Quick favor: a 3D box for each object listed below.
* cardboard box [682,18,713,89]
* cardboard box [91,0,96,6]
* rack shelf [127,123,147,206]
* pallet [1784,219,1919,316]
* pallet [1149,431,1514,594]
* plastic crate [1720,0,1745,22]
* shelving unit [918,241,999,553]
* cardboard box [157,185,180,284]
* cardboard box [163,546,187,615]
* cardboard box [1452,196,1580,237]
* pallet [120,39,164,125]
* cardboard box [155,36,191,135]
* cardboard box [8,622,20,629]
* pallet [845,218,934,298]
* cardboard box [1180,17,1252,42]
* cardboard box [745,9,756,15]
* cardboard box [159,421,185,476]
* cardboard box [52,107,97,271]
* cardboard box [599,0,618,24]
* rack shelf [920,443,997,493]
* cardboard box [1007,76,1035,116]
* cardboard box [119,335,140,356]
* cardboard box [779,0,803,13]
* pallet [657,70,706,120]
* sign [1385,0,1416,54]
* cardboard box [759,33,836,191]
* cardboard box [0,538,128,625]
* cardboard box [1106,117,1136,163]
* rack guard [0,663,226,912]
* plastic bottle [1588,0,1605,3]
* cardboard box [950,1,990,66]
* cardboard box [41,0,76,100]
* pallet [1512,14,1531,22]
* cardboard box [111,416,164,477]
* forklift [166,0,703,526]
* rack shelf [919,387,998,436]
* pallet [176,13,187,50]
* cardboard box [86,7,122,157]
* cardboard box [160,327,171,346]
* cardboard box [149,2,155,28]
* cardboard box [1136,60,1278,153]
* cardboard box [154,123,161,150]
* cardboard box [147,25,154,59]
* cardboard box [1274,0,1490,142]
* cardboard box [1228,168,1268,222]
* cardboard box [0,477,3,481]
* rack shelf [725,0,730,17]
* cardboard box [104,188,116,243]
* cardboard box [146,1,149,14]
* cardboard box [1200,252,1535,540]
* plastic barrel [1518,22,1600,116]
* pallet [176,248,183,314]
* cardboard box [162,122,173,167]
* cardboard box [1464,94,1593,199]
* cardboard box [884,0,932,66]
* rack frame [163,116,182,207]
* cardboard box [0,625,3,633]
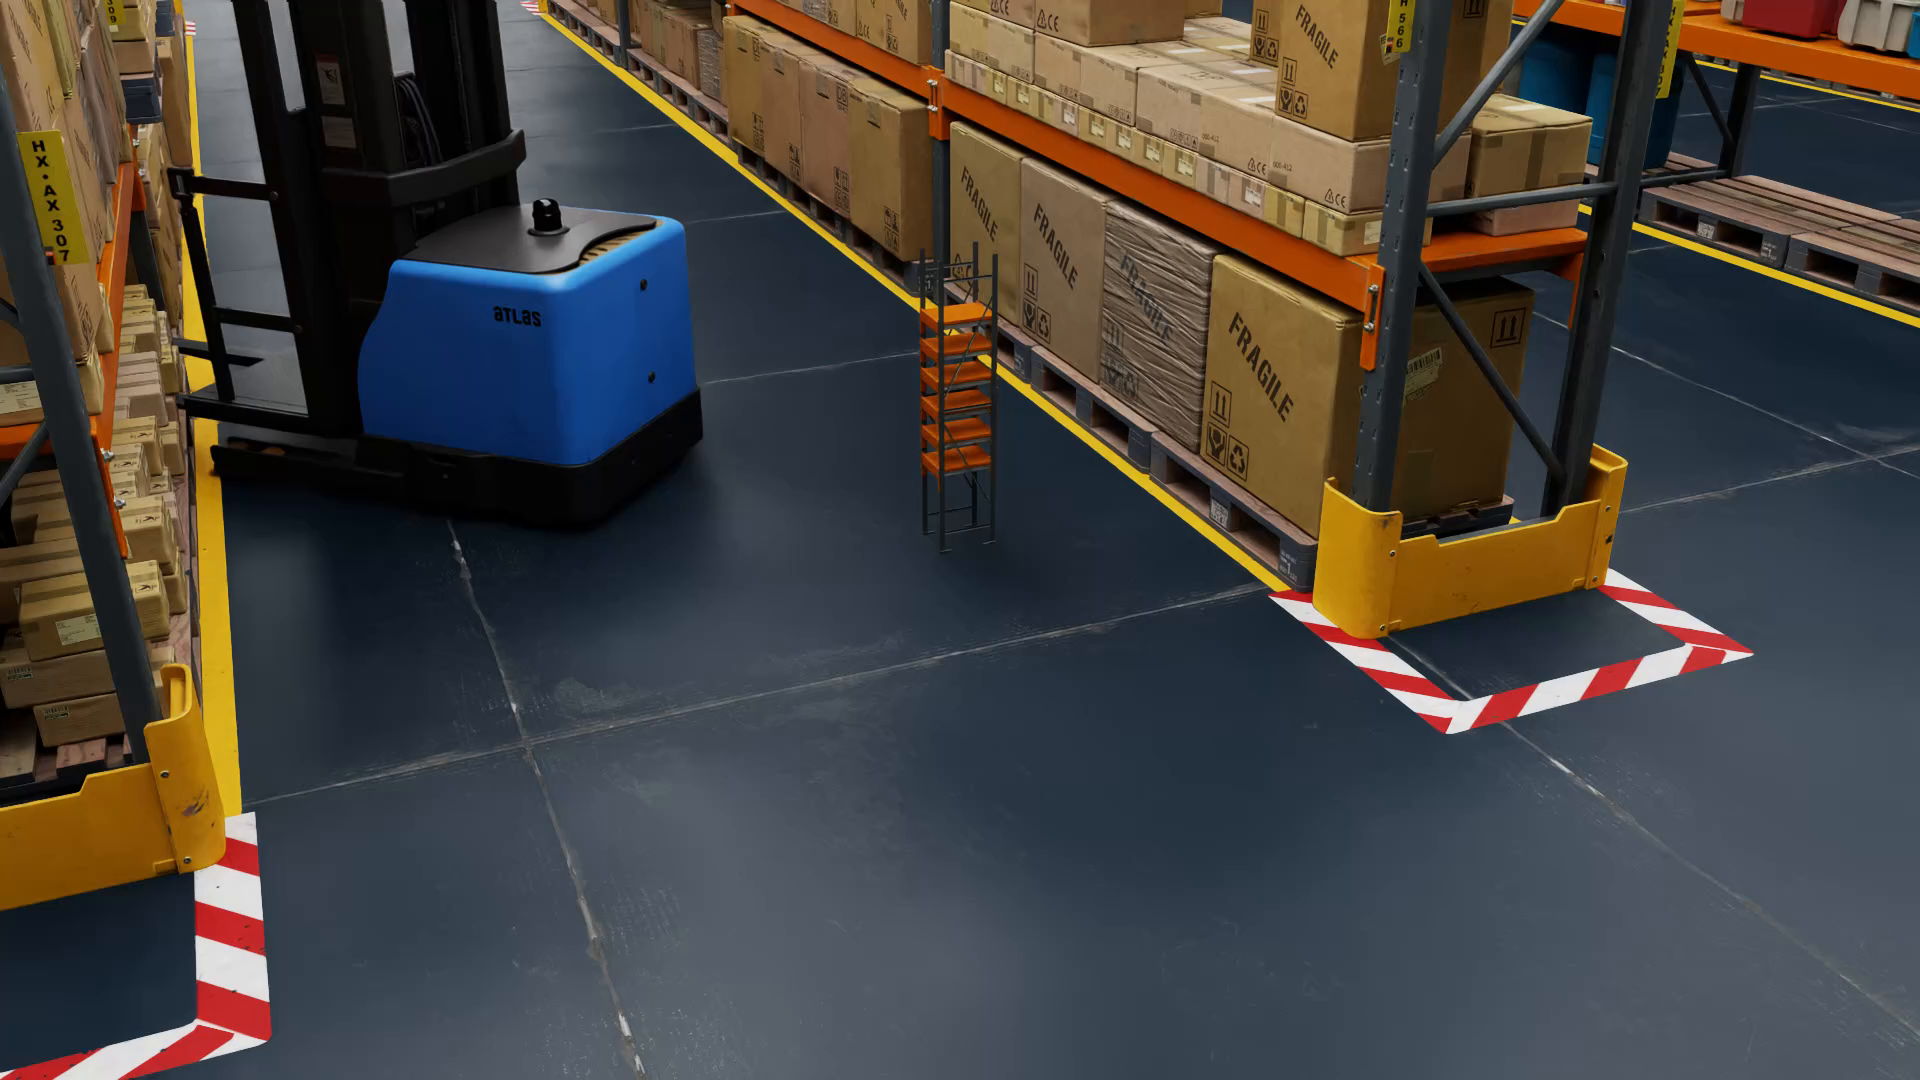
[{"bbox_3d":[-1.973,-4.178,14.236,0.700,0.500,0.500,-8,27,-16],"label":"cardboard box"},{"bbox_3d":[-3.839,-2.446,6.748,0.500,0.500,0.500,-12,28,-22],"label":"cardboard box"},{"bbox_3d":[-5.055,-2.445,9.159,1.077,0.370,4.000,-11,28,-21],"label":"rack shelf"},{"bbox_3d":[5.694,-1.587,9.760,1.003,0.211,1.213,-11,28,-21],"label":"pallet"},{"bbox_3d":[1.513,-0.214,6.948,1.003,0.211,1.213,-11,28,-21],"label":"pallet"},{"bbox_3d":[4.940,-3.320,10.362,0.396,0.136,0.243,-11,28,-21],"label":"plastic crate"},{"bbox_3d":[-0.006,-0.545,6.499,0.258,1.200,0.189,-11,28,-21],"label":"shelving unit"},{"bbox_3d":[-4.526,-1.584,8.945,0.500,0.500,0.500,-9,28,-18],"label":"cardboard box"},{"bbox_3d":[-2.896,0.167,5.760,0.380,0.149,0.250,-10,28,-20],"label":"cardboard box"},{"bbox_3d":[2.063,-1.245,6.167,0.380,0.149,0.250,-10,28,-20],"label":"cardboard box"},{"bbox_3d":[-4.437,-2.208,8.073,1.003,0.211,1.213,-11,28,-21],"label":"pallet"},{"bbox_3d":[-6.339,-3.367,12.313,1.050,0.750,0.750,-10,28,-20],"label":"cardboard box"},{"bbox_3d":[-2.907,0.153,5.450,0.380,0.149,0.250,-10,28,-20],"label":"cardboard box"},{"bbox_3d":[-0.040,-1.818,10.233,1.003,0.211,1.213,-11,28,-21],"label":"pallet"},{"bbox_3d":[1.151,-2.291,7.856,0.500,0.250,0.500,-10,28,-20],"label":"cardboard box"},{"bbox_3d":[-1.525,-4.064,13.148,0.500,0.250,0.500,-9,28,-19],"label":"cardboard box"},{"bbox_3d":[-3.399,-0.351,6.821,0.380,0.149,0.250,-11,28,-21],"label":"cardboard box"},{"bbox_3d":[-2.860,-0.965,4.855,0.500,0.500,0.500,-11,28,-20],"label":"cardboard box"},{"bbox_3d":[-3.468,-5.703,17.382,0.500,0.500,0.500,-13,29,-25],"label":"cardboard box"},{"bbox_3d":[-0.006,-0.289,6.624,0.258,0.103,0.180,-11,28,-21],"label":"rack shelf"},{"bbox_3d":[0.453,-2.165,8.051,0.380,0.149,0.250,-11,28,-22],"label":"cardboard box"},{"bbox_3d":[-3.622,-0.723,6.905,0.380,0.149,0.250,-10,28,-19],"label":"cardboard box"},{"bbox_3d":[-0.887,-3.775,10.949,0.500,0.500,0.500,-11,28,-22],"label":"cardboard box"},{"bbox_3d":[-2.013,-3.942,14.583,1.003,0.211,1.213,-11,28,-21],"label":"pallet"},{"bbox_3d":[1.393,-1.697,5.217,0.100,0.325,0.005,-11,28,-21],"label":"sign"},{"bbox_3d":[-0.642,-2.978,11.373,1.225,0.875,0.875,-10,28,-20],"label":"cardboard box"},{"bbox_3d":[-2.816,0.118,5.182,0.380,0.149,0.250,-10,28,-20],"label":"cardboard box"},{"bbox_3d":[0.857,-1.749,7.200,0.380,0.149,0.250,-10,28,-20],"label":"cardboard box"},{"bbox_3d":[-2.735,0.746,4.652,1.175,0.500,0.348,-11,28,-21],"label":"rack guard"},{"bbox_3d":[4.305,-3.760,11.166,0.061,0.283,0.133,-11,28,-21],"label":"plastic bottle"},{"bbox_3d":[0.275,-2.604,8.497,0.500,0.250,0.500,-11,28,-22],"label":"cardboard box"},{"bbox_3d":[-3.023,-1.617,5.051,0.500,0.500,0.500,-11,28,-22],"label":"cardboard box"},{"bbox_3d":[6.640,-6.159,19.124,1.003,0.211,1.213,-11,28,-21],"label":"pallet"},{"bbox_3d":[-3.131,-0.319,6.077,0.380,0.149,0.250,-10,28,-20],"label":"cardboard box"},{"bbox_3d":[-2.736,-1.761,7.015,3.031,2.935,1.130,9,27,18],"label":"forklift"},{"bbox_3d":[-0.006,-0.505,6.518,0.258,0.103,0.180,-11,28,-21],"label":"rack shelf"},{"bbox_3d":[-8.586,-5.243,17.248,1.003,0.211,1.213,-11,28,-21],"label":"pallet"},{"bbox_3d":[-3.620,-1.783,6.530,0.500,0.500,0.500,-11,28,-22],"label":"cardboard box"},{"bbox_3d":[-3.738,-0.823,7.448,0.380,0.149,0.250,-12,28,-23],"label":"cardboard box"},{"bbox_3d":[-4.519,-2.801,8.876,0.380,0.149,0.250,-11,28,-22],"label":"cardboard box"},{"bbox_3d":[1.067,-1.784,6.818,0.500,0.250,0.500,-12,28,-22],"label":"cardboard box"},{"bbox_3d":[-4.937,-2.337,9.634,0.500,0.250,0.500,-10,28,-19],"label":"cardboard box"},{"bbox_3d":[-4.117,-2.386,8.025,0.380,0.149,0.250,-10,28,-20],"label":"cardboard box"},{"bbox_3d":[1.466,-1.712,5.816,0.500,0.500,0.500,-10,28,-20],"label":"cardboard box"},{"bbox_3d":[1.255,-1.339,6.359,0.380,0.149,0.250,-11,28,-20],"label":"cardboard box"},{"bbox_3d":[-3.610,-0.225,5.885,0.380,0.149,0.250,-12,28,-22],"label":"cardboard box"},{"bbox_3d":[-2.018,-4.871,14.128,1.077,0.370,4.000,-11,28,-21],"label":"rack shelf"},{"bbox_3d":[-3.266,-1.154,5.982,0.380,0.149,0.250,-10,28,-20],"label":"cardboard box"},{"bbox_3d":[-4.310,-2.722,8.375,0.380,0.149,0.250,-12,28,-23],"label":"cardboard box"},{"bbox_3d":[1.574,-0.636,6.577,0.875,0.875,0.875,-11,28,-21],"label":"cardboard box"},{"bbox_3d":[4.414,-3.378,12.162,0.600,0.901,0.708,-11,28,-21],"label":"plastic barrel"},{"bbox_3d":[-5.059,-1.515,9.613,1.003,0.211,1.213,-11,28,-21],"label":"pallet"},{"bbox_3d":[-5.340,-2.421,10.659,0.500,0.500,0.500,-11,28,-21],"label":"cardboard box"},{"bbox_3d":[1.959,-1.464,6.162,0.500,0.250,0.500,-11,28,-22],"label":"cardboard box"},{"bbox_3d":[-0.103,-2.959,9.278,0.500,0.500,0.500,-10,28,-20],"label":"cardboard box"},{"bbox_3d":[-5.838,-3.576,10.655,1.000,3.000,0.127,-11,28,-21],"label":"rack frame"},{"bbox_3d":[-3.430,0.264,5.561,0.380,0.149,0.250,-10,28,-20],"label":"cardboard box"}]
